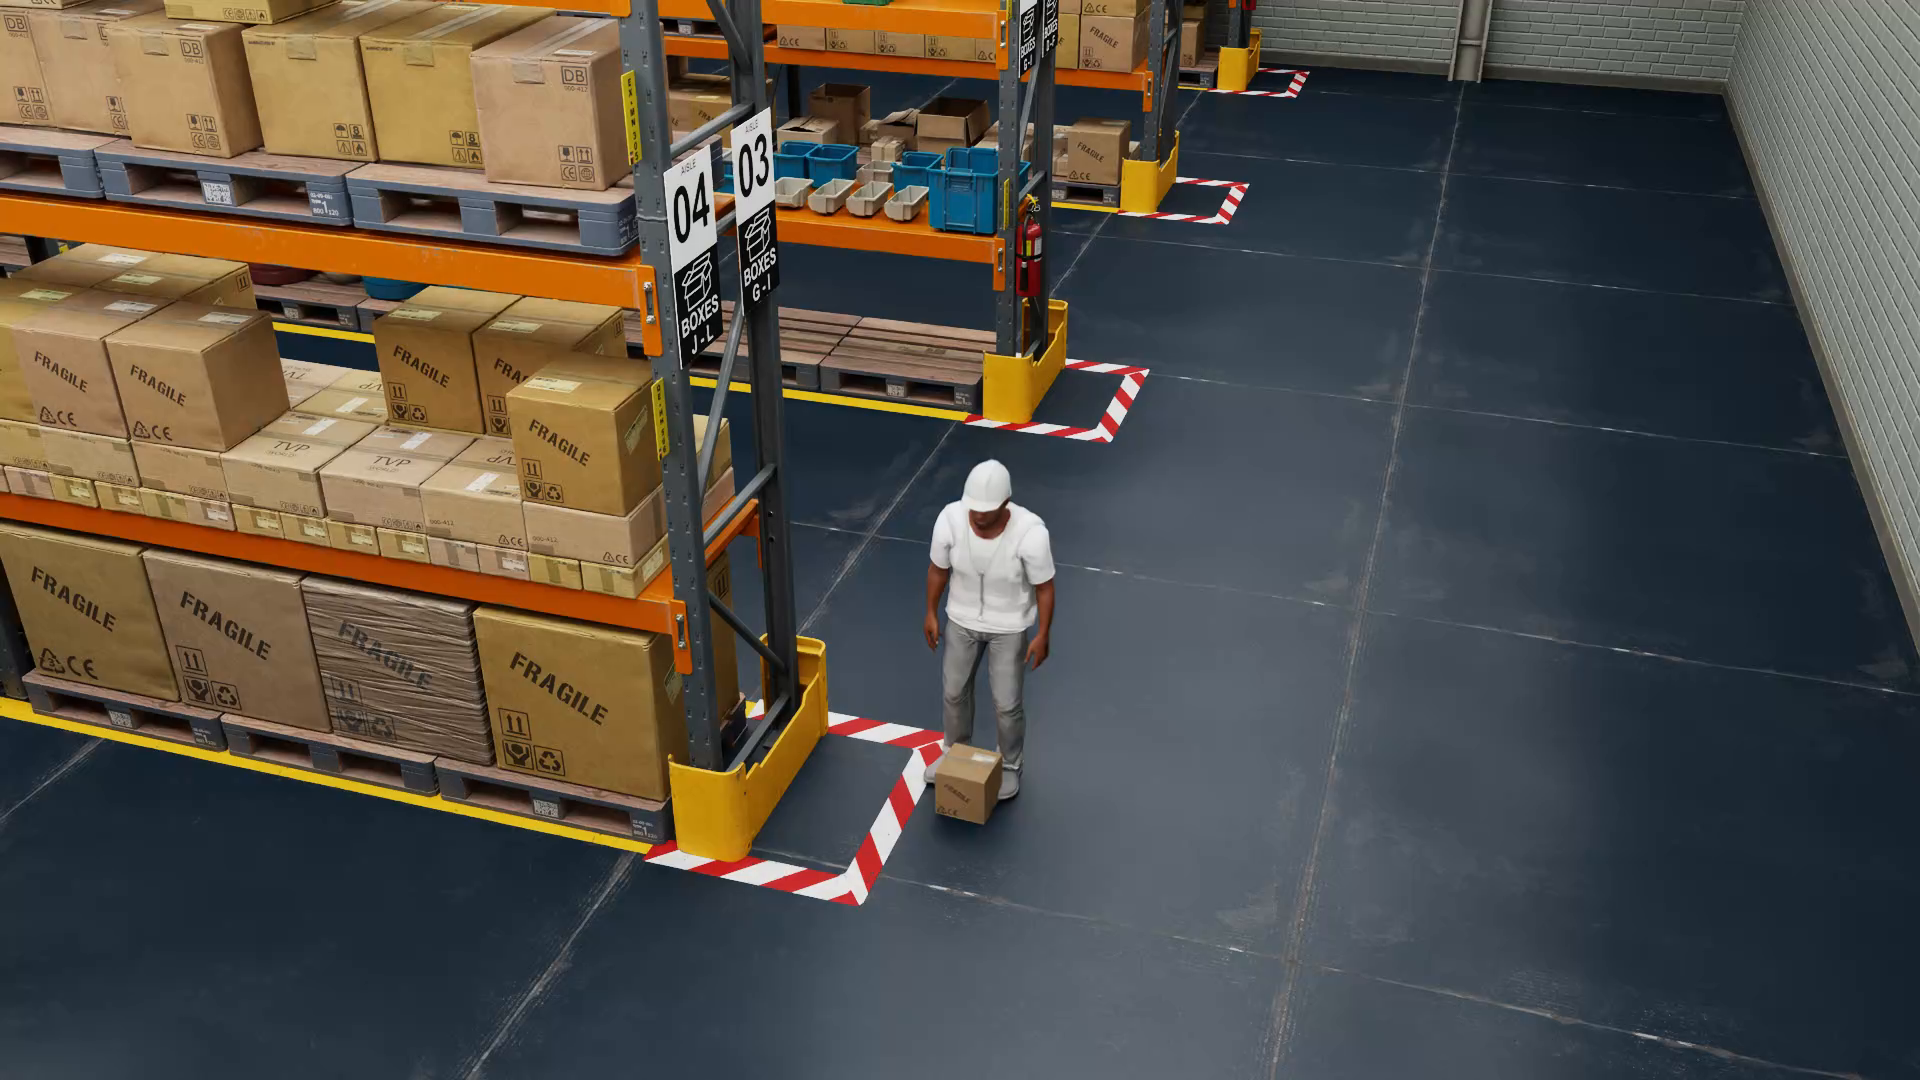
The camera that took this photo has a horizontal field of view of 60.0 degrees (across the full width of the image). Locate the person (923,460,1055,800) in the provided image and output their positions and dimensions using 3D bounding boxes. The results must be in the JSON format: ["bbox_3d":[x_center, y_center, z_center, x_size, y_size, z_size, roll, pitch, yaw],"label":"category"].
[{"bbox_3d":[0.125,0.399,7.772,0.622,1.759,0.462,10,31,18],"label":"person"}]
